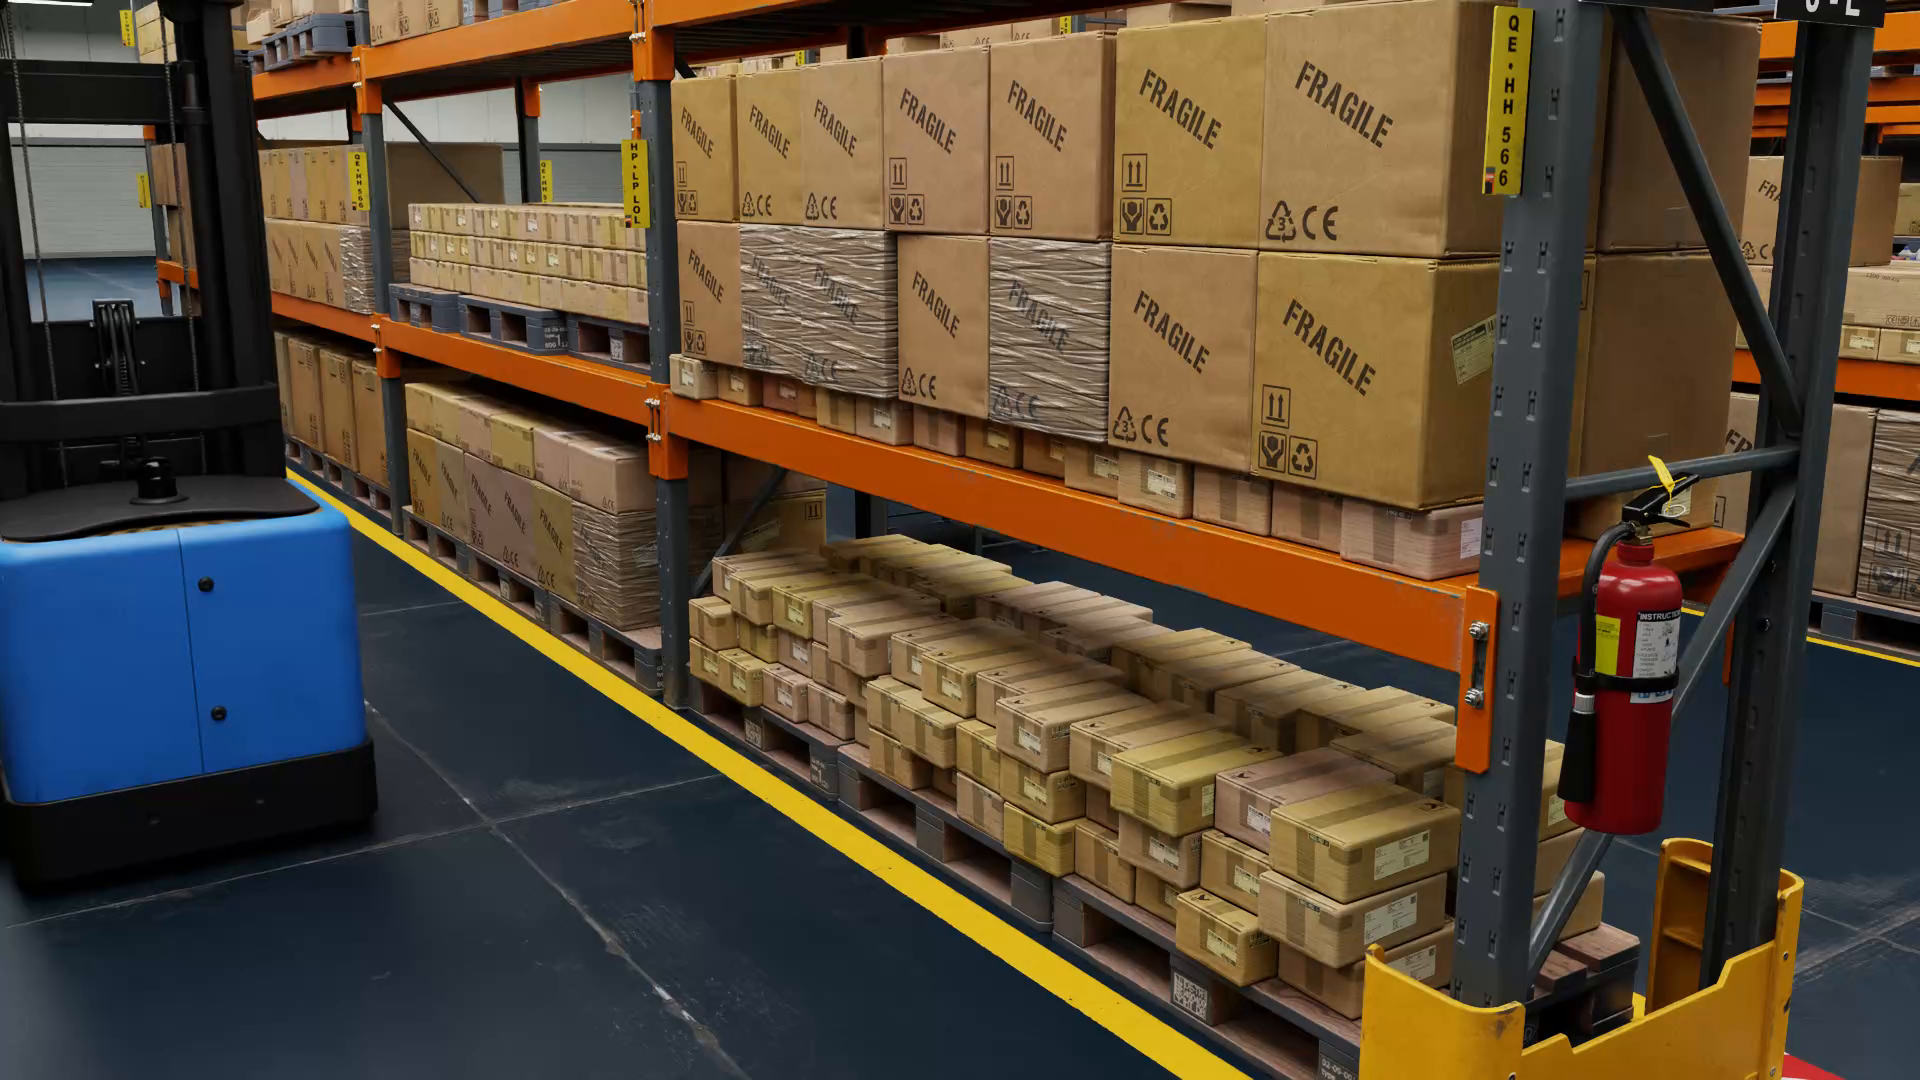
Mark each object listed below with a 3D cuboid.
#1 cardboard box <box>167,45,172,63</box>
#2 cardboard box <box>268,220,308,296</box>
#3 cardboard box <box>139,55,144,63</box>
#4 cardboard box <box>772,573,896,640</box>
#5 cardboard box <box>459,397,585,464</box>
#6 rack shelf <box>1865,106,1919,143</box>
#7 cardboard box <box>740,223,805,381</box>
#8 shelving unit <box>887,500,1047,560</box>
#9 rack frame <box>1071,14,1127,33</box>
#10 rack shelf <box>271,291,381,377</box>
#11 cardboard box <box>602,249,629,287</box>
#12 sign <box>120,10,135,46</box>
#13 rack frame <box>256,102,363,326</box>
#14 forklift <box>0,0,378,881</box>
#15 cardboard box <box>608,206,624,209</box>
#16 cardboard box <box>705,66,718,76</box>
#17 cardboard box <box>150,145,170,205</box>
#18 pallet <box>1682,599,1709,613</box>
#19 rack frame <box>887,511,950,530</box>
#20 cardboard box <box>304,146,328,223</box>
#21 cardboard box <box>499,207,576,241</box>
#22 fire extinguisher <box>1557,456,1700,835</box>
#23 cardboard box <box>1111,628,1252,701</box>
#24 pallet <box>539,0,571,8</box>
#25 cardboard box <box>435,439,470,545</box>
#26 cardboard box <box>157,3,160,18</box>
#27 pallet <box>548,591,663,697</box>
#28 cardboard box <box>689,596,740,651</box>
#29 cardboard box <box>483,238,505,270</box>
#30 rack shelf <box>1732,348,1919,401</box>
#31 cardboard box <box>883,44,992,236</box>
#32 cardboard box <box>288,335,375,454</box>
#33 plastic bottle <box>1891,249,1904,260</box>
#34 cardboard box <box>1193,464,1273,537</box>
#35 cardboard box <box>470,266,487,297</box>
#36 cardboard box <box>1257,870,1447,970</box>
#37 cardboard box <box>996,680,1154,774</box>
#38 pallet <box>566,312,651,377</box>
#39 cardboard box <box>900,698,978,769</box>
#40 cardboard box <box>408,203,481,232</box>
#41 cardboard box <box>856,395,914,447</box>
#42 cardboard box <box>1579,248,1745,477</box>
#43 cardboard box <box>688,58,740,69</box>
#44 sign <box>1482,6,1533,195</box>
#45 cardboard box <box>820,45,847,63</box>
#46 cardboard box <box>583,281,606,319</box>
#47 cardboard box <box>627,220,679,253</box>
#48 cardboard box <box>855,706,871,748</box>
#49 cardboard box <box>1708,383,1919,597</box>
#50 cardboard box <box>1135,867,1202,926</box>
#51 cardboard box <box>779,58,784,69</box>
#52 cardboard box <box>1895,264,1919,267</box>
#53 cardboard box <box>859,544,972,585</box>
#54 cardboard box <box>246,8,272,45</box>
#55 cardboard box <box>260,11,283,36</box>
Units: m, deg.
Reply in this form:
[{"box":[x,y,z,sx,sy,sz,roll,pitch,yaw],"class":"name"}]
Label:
[{"box":[-6.644,-4.202,14.406,0.380,0.149,0.250,-8,15,-32],"class":"cardboard box"},{"box":[-4.569,-2.007,11.785,0.500,0.500,0.500,-8,15,-33],"class":"cardboard box"},{"box":[-7.485,-4.472,15.639,0.380,0.149,0.250,-8,15,-32],"class":"cardboard box"},{"box":[-0.457,0.238,6.050,0.380,0.149,0.250,-8,15,-34],"class":"cardboard box"},{"box":[-2.251,-0.571,8.563,0.500,0.250,0.500,-8,15,-32],"class":"cardboard box"},{"box":[10.567,-4.051,16.026,1.077,0.370,4.000,-8,15,-33],"class":"rack shelf"},{"box":[-0.415,-0.829,5.701,0.500,0.500,0.500,-8,15,-33],"class":"cardboard box"},{"box":[0.004,-0.548,9.736,0.538,1.125,1.048,-8,15,-33],"class":"shelving unit"},{"box":[1.210,-5.051,11.896,1.000,3.000,0.127,-8,15,-33],"class":"rack frame"},{"box":[-4.084,-1.556,11.638,1.077,0.370,4.000,-8,15,-33],"class":"rack shelf"},{"box":[-1.291,-1.162,7.062,0.380,0.149,0.250,-8,15,-32],"class":"cardboard box"},{"box":[-7.873,-4.841,15.723,0.100,0.325,0.005,-8,15,-33],"class":"sign"},{"box":[-5.192,-2.263,13.188,1.000,3.000,0.127,-8,15,-33],"class":"rack frame"},{"box":[-3.141,-0.676,6.092,1.130,2.935,3.031,-8,15,-32],"class":"forklift"},{"box":[-1.608,-1.661,8.650,0.380,0.149,0.250,-7,14,-30],"class":"cardboard box"},{"box":[-2.394,-4.780,17.093,0.380,0.149,0.250,-8,15,-33],"class":"cardboard box"},{"box":[-7.235,-3.504,15.987,0.875,0.550,0.550,-8,15,-33],"class":"cardboard box"},{"box":[3.782,0.098,8.921,1.003,0.211,1.213,-8,15,-33],"class":"pallet"},{"box":[-0.278,-0.639,10.150,0.500,1.125,0.032,-8,15,-33],"class":"rack frame"},{"box":[-4.067,-2.441,11.430,0.700,0.500,0.500,-8,15,-33],"class":"cardboard box"},{"box":[-2.016,-1.541,8.099,0.380,0.149,0.250,-8,15,-34],"class":"cardboard box"},{"box":[1.212,0.191,3.022,0.296,0.674,0.183,-8,15,-33],"class":"fire extinguisher"},{"box":[0.704,0.403,5.294,0.380,0.149,0.250,-8,15,-32],"class":"cardboard box"},{"box":[-1.013,-2.336,6.941,1.213,0.211,1.003,-8,15,-33],"class":"pallet"},{"box":[-2.515,-0.290,9.036,0.500,0.500,0.500,-8,15,-32],"class":"cardboard box"},{"box":[-6.785,-4.637,14.528,0.380,0.149,0.250,-8,15,-33],"class":"cardboard box"},{"box":[-1.192,0.384,7.612,1.003,0.211,1.213,-8,15,-33],"class":"pallet"},{"box":[-0.825,0.305,6.441,0.380,0.149,0.250,-7,14,-30],"class":"cardboard box"},{"box":[-2.160,-1.441,8.336,0.380,0.149,0.250,-8,15,-33],"class":"cardboard box"},{"box":[4.534,-0.702,7.734,1.077,0.370,4.000,-8,15,-33],"class":"rack shelf"},{"box":[0.124,-1.138,4.775,0.500,0.500,0.500,-9,15,-35],"class":"cardboard box"},{"box":[-4.242,-1.097,12.140,1.050,0.750,0.750,-8,15,-33],"class":"cardboard box"},{"box":[6.895,-2.006,12.286,0.061,0.283,0.133,-8,15,-33],"class":"plastic bottle"},{"box":[0.783,-0.122,3.986,0.380,0.149,0.250,-8,15,-33],"class":"cardboard box"},{"box":[-2.297,-1.340,8.572,0.380,0.149,0.250,-8,14,-31],"class":"cardboard box"},{"box":[0.927,0.854,3.931,0.380,0.149,0.250,-9,15,-34],"class":"cardboard box"},{"box":[0.326,0.527,4.728,0.380,0.149,0.250,-7,14,-31],"class":"cardboard box"},{"box":[-1.062,-0.899,7.402,1.003,0.211,1.213,-8,15,-33],"class":"pallet"},{"box":[0.038,0.577,5.194,0.380,0.149,0.250,-8,15,-32],"class":"cardboard box"},{"box":[-2.878,-1.819,9.369,0.380,0.149,0.250,-8,15,-33],"class":"cardboard box"},{"box":[-0.105,-0.400,5.256,0.380,0.149,0.250,-7,14,-30],"class":"cardboard box"},{"box":[1.438,-0.435,3.901,0.500,0.500,0.500,-7,14,-30],"class":"cardboard box"},{"box":[-2.625,-5.151,17.273,0.500,0.500,0.500,-8,15,-33],"class":"cardboard box"},{"box":[0.984,-0.786,2.987,0.100,0.325,0.005,-8,15,-33],"class":"sign"},{"box":[-0.829,-4.458,14.978,0.797,0.503,0.637,-9,15,-36],"class":"cardboard box"},{"box":[-1.425,-1.060,7.294,0.380,0.149,0.250,-8,15,-33],"class":"cardboard box"},{"box":[-1.144,-1.261,6.821,0.380,0.149,0.250,-7,14,-30],"class":"cardboard box"},{"box":[-0.136,0.619,5.701,0.380,0.149,0.250,-9,15,-35],"class":"cardboard box"},{"box":[4.223,-0.289,8.154,0.875,0.875,0.875,-8,15,-33],"class":"cardboard box"},{"box":[0.690,0.899,4.419,0.380,0.149,0.250,-8,15,-33],"class":"cardboard box"},{"box":[-1.499,-4.501,15.818,0.380,0.149,0.250,-8,15,-32],"class":"cardboard box"},{"box":[4.738,-1.161,7.803,0.500,0.250,0.500,-8,15,-34],"class":"cardboard box"},{"box":[-0.171,0.130,6.543,0.380,0.149,0.250,-8,15,-32],"class":"cardboard box"},{"box":[-5.065,-3.780,12.200,0.258,0.266,0.396,-8,15,-34],"class":"cardboard box"},{"box":[-4.632,-3.579,11.558,0.380,0.149,0.250,-8,15,-33],"class":"cardboard box"}]
